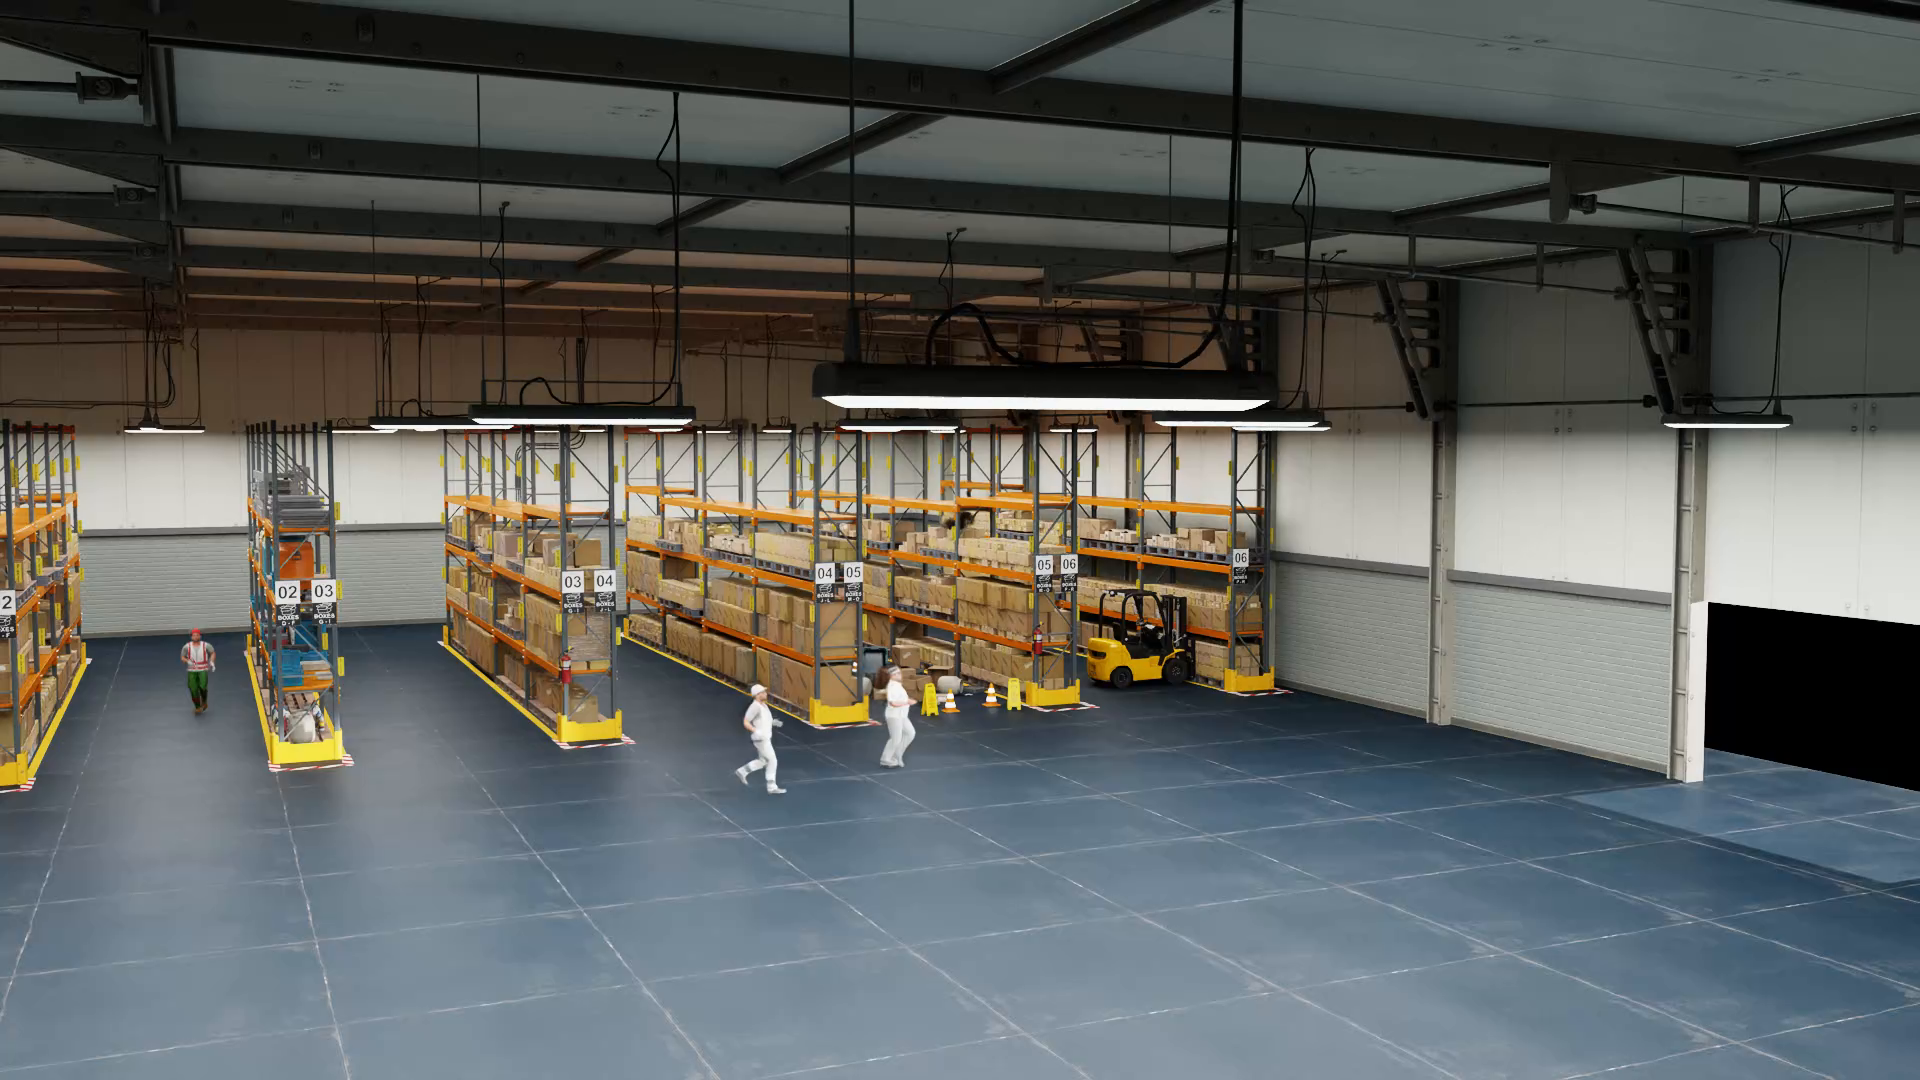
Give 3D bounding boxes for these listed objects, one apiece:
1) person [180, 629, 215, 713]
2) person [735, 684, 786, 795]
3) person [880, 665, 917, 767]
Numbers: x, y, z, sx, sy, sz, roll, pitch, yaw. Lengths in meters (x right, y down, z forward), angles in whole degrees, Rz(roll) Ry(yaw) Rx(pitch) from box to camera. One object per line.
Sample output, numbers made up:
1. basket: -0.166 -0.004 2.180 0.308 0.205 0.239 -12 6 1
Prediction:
1. person: -15.676 2.699 34.192 0.644 1.745 0.615 -1 4 -19
2. person: -3.202 3.183 26.563 0.867 1.761 0.669 0 4 7
3. person: -1.042 3.063 28.682 0.676 1.800 0.643 1 4 12
